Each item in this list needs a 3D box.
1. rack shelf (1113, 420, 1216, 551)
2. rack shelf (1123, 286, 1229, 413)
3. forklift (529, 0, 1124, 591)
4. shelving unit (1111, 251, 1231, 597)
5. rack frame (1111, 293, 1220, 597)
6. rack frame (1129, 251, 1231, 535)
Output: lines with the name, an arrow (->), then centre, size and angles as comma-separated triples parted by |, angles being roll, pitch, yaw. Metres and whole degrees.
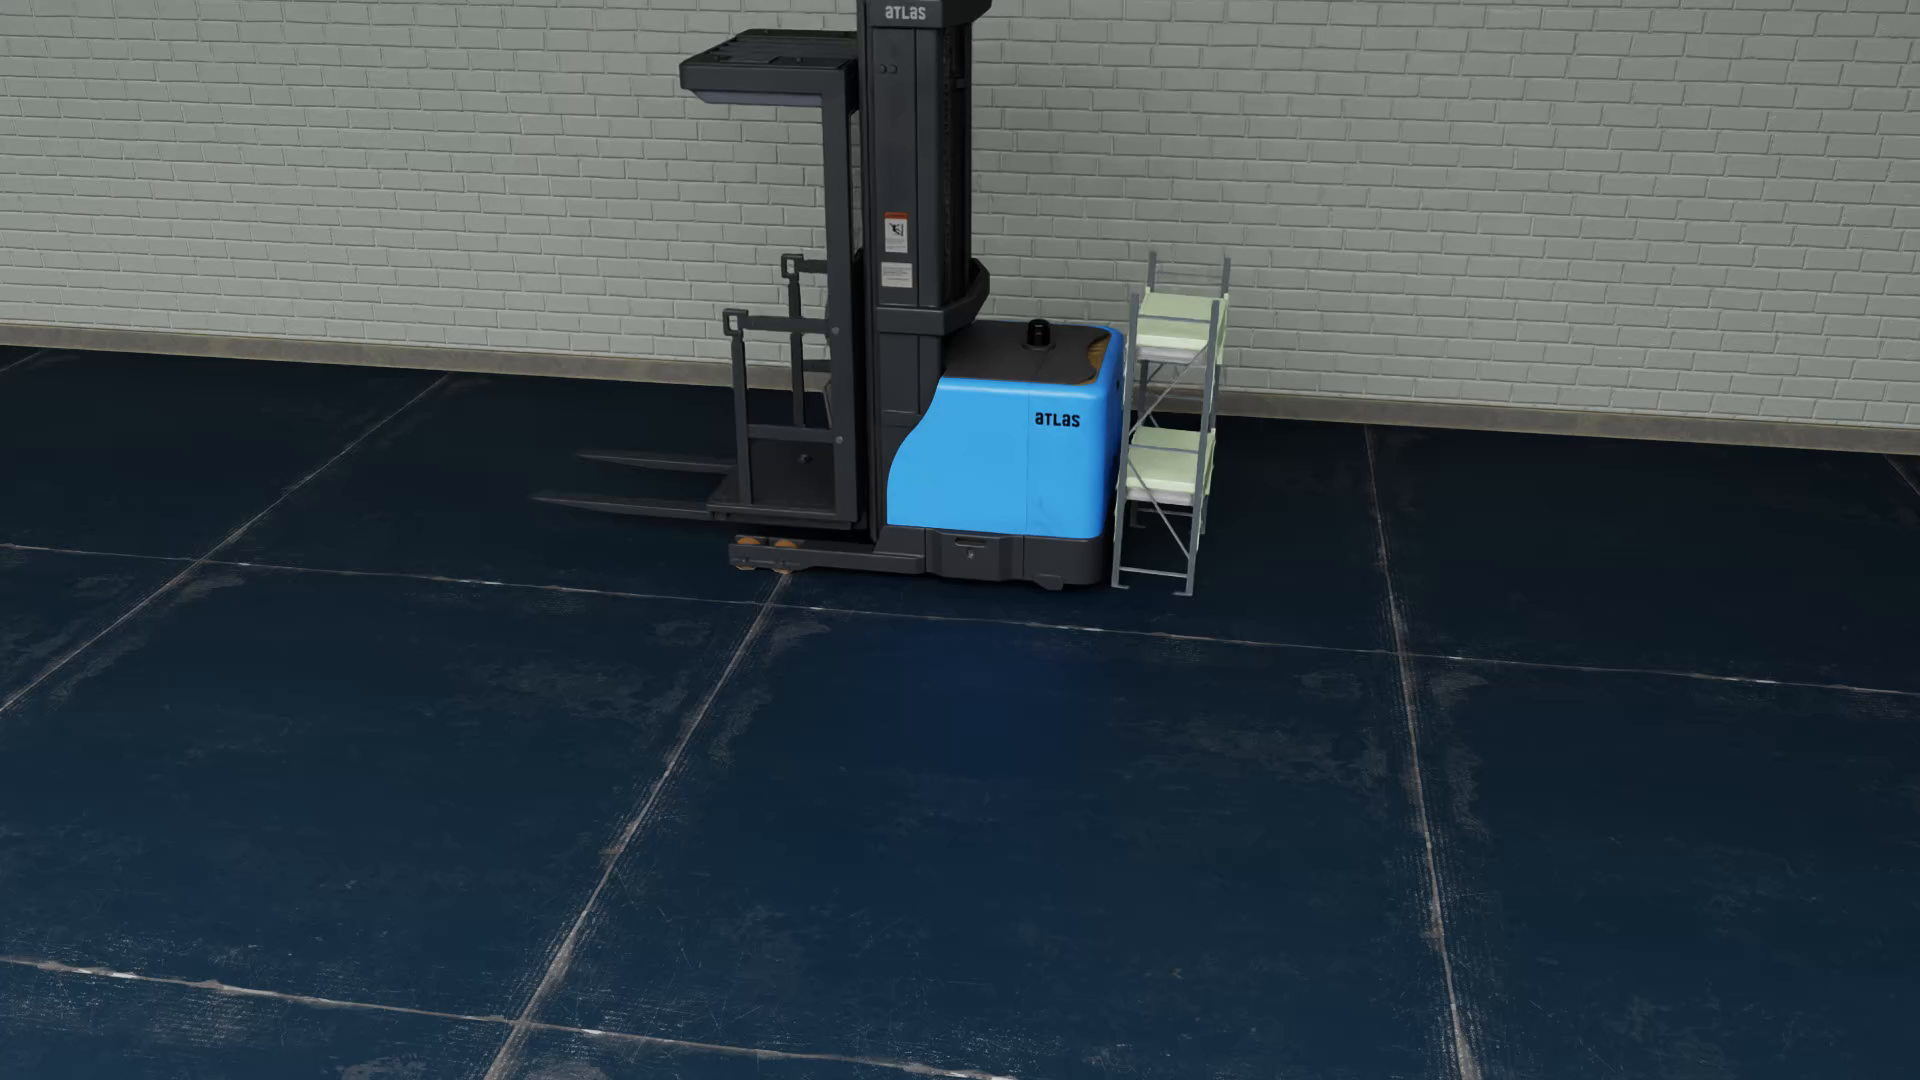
rack shelf -> 1.033, -0.283, 8.342 | 0.431, 0.370, 0.720 | 7, 26, 11
rack shelf -> 1.050, -0.930, 8.035 | 0.431, 0.370, 0.720 | 7, 26, 11
forklift -> -0.711, -1.371, 8.221 | 3.031, 2.935, 1.130 | 4, 25, 9
shelving unit -> 1.041, -0.578, 8.202 | 0.431, 1.500, 0.755 | 7, 26, 11
rack frame -> 0.962, -0.426, 7.878 | 0.400, 1.500, 0.023 | 7, 26, 11
rack frame -> 1.119, -0.729, 8.526 | 0.400, 1.500, 0.023 | 7, 26, 11
